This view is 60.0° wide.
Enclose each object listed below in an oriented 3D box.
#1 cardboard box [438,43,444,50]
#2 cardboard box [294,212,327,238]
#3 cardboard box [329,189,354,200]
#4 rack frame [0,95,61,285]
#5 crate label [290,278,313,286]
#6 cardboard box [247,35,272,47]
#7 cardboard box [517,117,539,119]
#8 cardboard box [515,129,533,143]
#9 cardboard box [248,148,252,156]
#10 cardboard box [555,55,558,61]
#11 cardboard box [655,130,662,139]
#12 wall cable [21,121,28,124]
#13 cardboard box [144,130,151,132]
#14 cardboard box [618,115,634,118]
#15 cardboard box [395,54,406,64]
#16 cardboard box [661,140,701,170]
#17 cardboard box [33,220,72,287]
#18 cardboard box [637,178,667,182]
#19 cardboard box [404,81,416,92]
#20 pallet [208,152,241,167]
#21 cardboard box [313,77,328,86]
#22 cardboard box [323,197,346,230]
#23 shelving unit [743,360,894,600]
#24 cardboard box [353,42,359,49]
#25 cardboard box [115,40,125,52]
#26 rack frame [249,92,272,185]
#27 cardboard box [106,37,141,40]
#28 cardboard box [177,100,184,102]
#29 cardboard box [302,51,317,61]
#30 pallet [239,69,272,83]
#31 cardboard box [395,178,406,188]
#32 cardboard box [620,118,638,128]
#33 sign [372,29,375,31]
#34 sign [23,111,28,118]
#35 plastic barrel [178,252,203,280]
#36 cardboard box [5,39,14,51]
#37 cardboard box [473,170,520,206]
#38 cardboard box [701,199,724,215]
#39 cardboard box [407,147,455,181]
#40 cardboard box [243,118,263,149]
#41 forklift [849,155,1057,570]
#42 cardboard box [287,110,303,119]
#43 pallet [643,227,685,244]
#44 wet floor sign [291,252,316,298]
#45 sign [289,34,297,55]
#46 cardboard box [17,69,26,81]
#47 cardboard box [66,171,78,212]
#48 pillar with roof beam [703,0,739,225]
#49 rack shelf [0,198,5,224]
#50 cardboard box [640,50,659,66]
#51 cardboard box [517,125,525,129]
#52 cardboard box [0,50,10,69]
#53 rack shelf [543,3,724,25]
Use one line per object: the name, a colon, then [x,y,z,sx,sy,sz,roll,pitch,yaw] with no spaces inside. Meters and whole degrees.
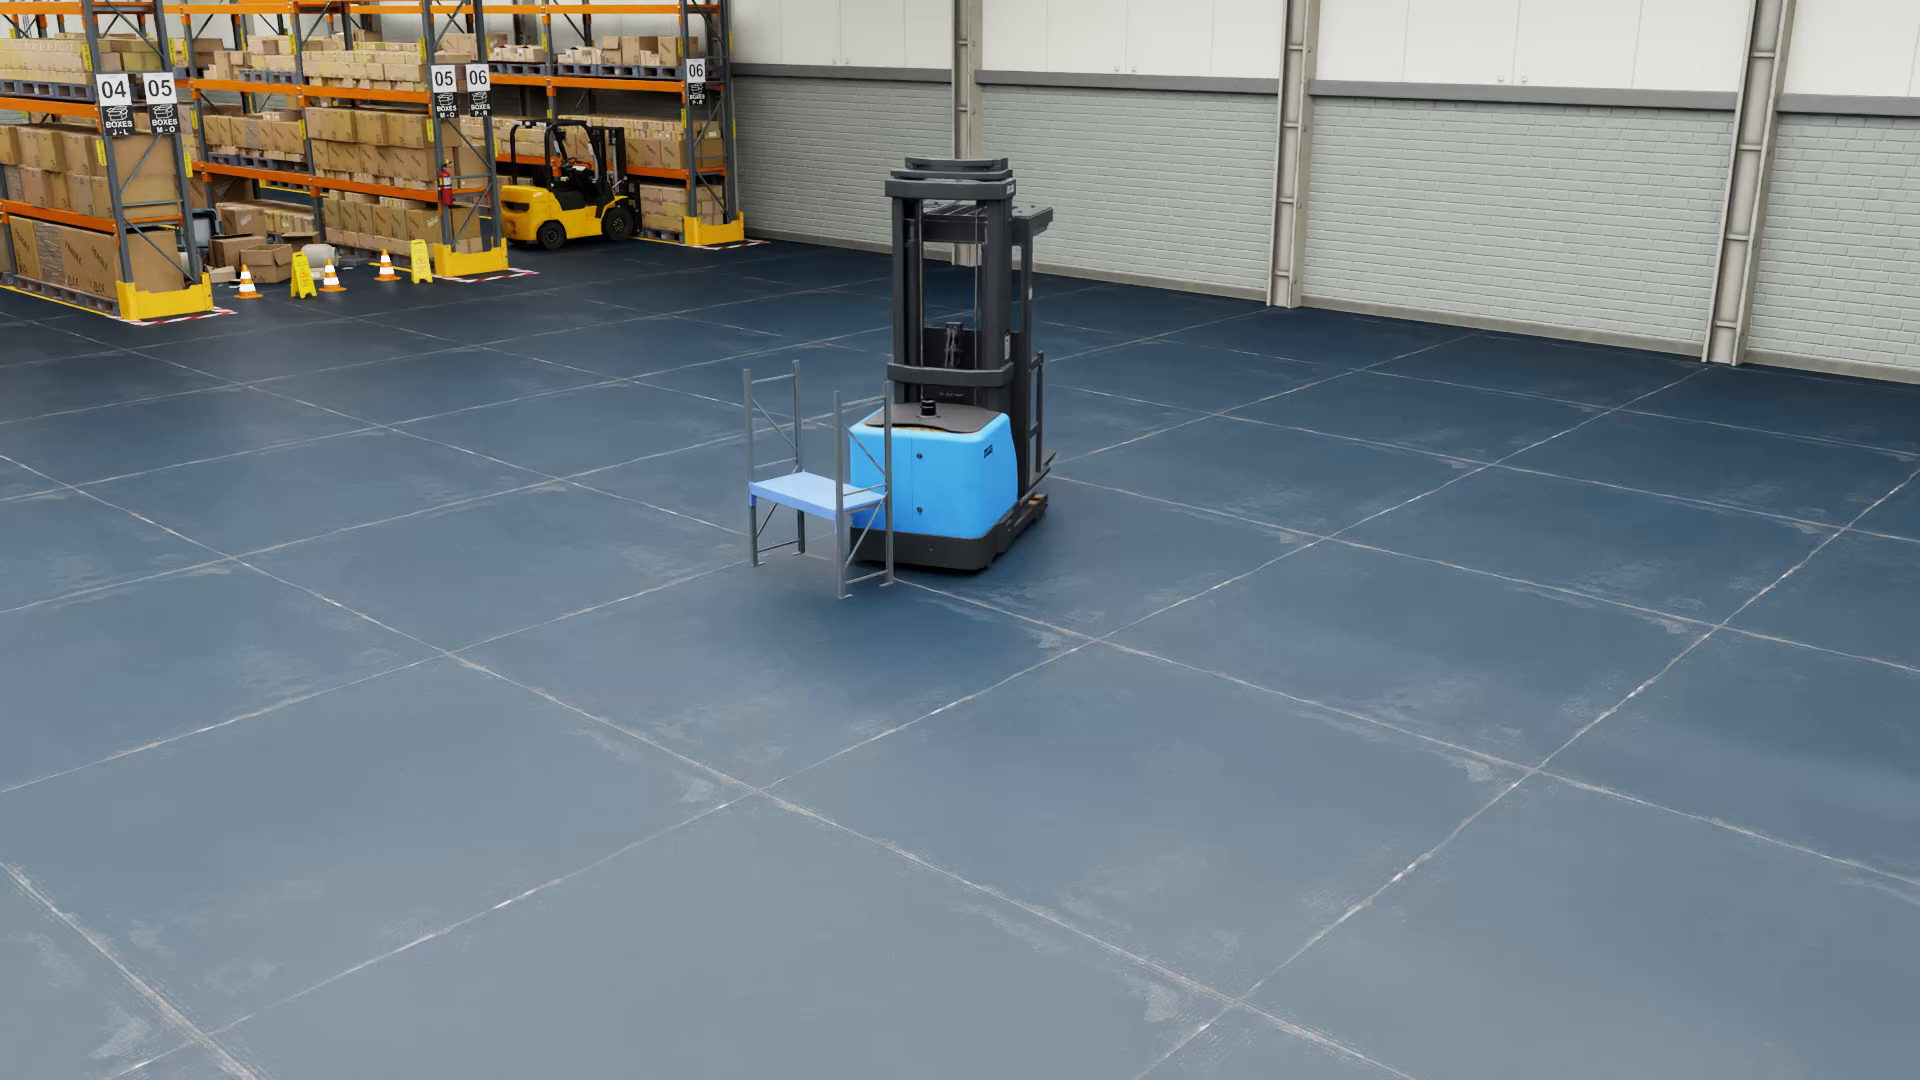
cardboard box: [-10.699,-10.317,34.799,0.250,0.149,0.380,15,23,40]
cardboard box: [-11.131,-5.558,29.317,0.625,0.372,0.950,15,23,40]
cardboard box: [-10.421,-5.844,28.106,0.250,0.149,0.380,15,23,40]
rack frame: [-13.947,-5.366,25.060,0.127,3.000,1.000,15,23,39]
crate label: [-10.034,-3.957,25.354,0.298,0.136,0.250,4,18,11]
cardboard box: [-16.255,-11.631,38.774,0.500,0.250,0.500,15,23,39]
cardboard box: [-8.675,-8.422,33.453,0.250,0.149,0.380,15,23,40]
cardboard box: [-8.371,-7.939,32.589,0.500,0.250,0.500,14,23,38]
cardboard box: [-12.584,-7.014,29.974,0.250,0.149,0.380,16,24,41]
cardboard box: [-7.949,-9.402,32.376,0.250,0.149,0.380,15,23,39]
cardboard box: [-5.262,-7.300,29.918,0.250,0.149,0.380,16,23,40]
wall cable: [-23.012,-10.850,40.660,0.122,1.984,0.588,15,23,39]
cardboard box: [-15.430,-7.820,32.215,0.500,0.250,0.500,14,22,38]
cardboard box: [-6.229,-7.930,31.410,0.250,0.149,0.380,15,23,38]
cardboard box: [-8.564,-7.501,25.928,0.250,0.149,0.380,15,23,39]
cardboard box: [-4.995,-6.914,29.772,0.500,0.500,0.500,14,23,38]
cardboard box: [-12.846,-4.231,24.302,0.875,0.875,0.875,15,23,40]
cardboard box: [-5.808,-6.639,31.270,0.500,0.250,0.500,14,23,38]
cardboard box: [-8.405,-7.064,25.867,0.250,0.149,0.380,15,23,40]
pallet: [-13.125,-7.099,30.837,1.003,0.211,1.213,15,23,39]
cardboard box: [-10.509,-7.632,27.657,0.250,0.149,0.380,15,23,39]
cardboard box: [-10.475,-5.573,28.326,0.500,0.500,0.500,16,24,42]
shelving unit: [-1.028,-0.459,12.077,0.538,1.500,1.048,-16,24,-42]
cardboard box: [-12.877,-10.633,35.761,0.250,0.149,0.380,15,23,38]
cardboard box: [-11.180,-6.690,22.511,0.250,0.149,0.380,15,23,40]
rack frame: [-16.420,-10.039,39.786,0.127,3.000,1.000,15,23,39]
cardboard box: [-16.253,-9.547,32.417,0.500,0.500,0.500,15,23,38]
cardboard box: [-15.461,-8.395,32.787,0.500,0.500,0.500,16,24,41]
cardboard box: [-10.718,-8.059,27.684,0.250,0.149,0.380,15,23,38]
pallet: [-11.905,-8.202,29.348,1.003,0.211,1.213,15,23,39]
cardboard box: [-8.820,-5.737,26.644,0.250,0.149,0.380,16,23,40]
cardboard box: [-6.012,-7.656,30.547,0.250,0.149,0.380,15,23,40]
sign: [-13.062,-11.226,37.061,0.005,0.325,0.100,15,23,39]
sign: [-20.085,-9.241,35.710,0.005,0.325,0.100,15,23,39]
plastic barrel: [-12.080,-4.257,25.825,0.512,0.421,0.421,-3,18,-8]
cardboard box: [-13.136,-6.949,23.329,0.250,0.149,0.380,15,23,40]
cardboard box: [-9.485,-7.243,34.208,0.625,0.625,0.875,16,24,41]
cardboard box: [-4.667,-6.096,30.385,0.500,0.250,0.500,16,23,40]
cardboard box: [-8.334,-5.939,26.209,0.500,0.500,0.500,15,23,38]
cardboard box: [-12.380,-7.246,29.632,0.500,0.500,0.500,14,22,37]
forklift: [0.096,-1.585,13.261,1.130,2.935,3.031,5,18,16]
cardboard box: [-11.734,-7.574,29.594,0.250,0.149,0.380,17,24,42]
pallet: [-5.053,-5.641,30.539,1.213,0.211,1.003,15,23,39]
wet floor sign: [-9.619,-3.882,24.279,0.232,0.644,0.267,11,20,30]
sign: [-11.102,-8.243,27.663,0.005,0.325,0.100,15,23,39]
cardboard box: [-12.946,-6.518,23.288,0.250,0.149,0.380,15,23,39]
cardboard box: [-12.024,-4.945,23.485,0.550,0.550,0.875,15,23,39]
pillar with roof beam: [-7.233,-9.056,26.769,0.400,9.000,9.100,15,23,39]
rack shelf: [-15.443,-5.424,26.434,4.000,0.370,1.077,15,23,39]
cardboard box: [-5.464,-8.589,29.619,0.258,0.266,0.396,15,23,39]
cardboard box: [-8.485,-8.136,32.553,0.250,0.149,0.380,14,22,38]
cardboard box: [-13.388,-6.851,23.678,0.500,0.250,0.500,15,23,39]
rack shelf: [-5.949,-9.554,30.190,4.000,0.370,1.077,15,23,39]
